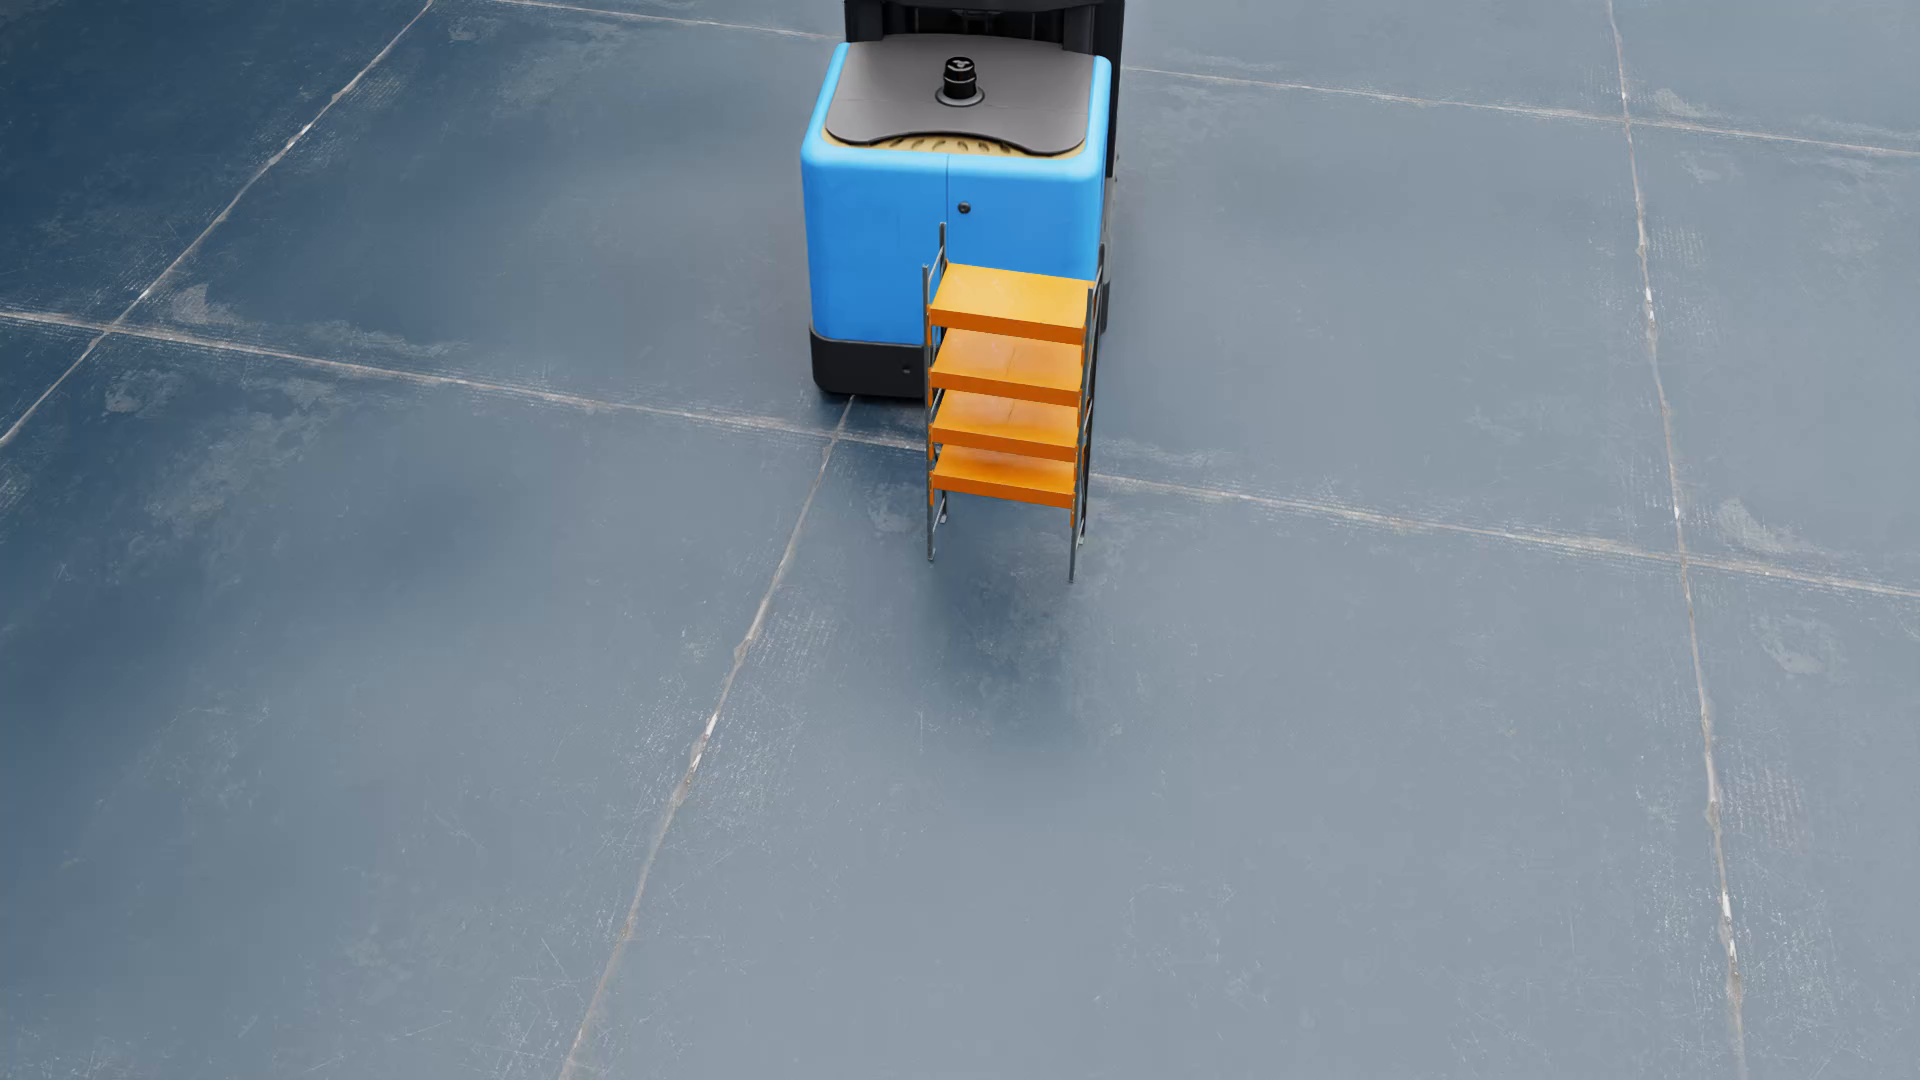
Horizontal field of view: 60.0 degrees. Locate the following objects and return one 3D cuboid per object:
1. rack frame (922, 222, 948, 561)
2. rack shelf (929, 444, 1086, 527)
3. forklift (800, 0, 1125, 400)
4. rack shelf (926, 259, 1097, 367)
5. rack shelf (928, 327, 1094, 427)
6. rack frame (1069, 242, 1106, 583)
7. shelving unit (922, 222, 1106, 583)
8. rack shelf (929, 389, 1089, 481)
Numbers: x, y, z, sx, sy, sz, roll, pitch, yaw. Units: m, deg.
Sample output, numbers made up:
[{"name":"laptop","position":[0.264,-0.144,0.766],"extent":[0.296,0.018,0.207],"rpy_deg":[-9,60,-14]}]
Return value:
[{"name":"rack frame","position":[-0.077,-0.444,5.346],"extent":[0.015,1.200,0.240],"rpy_deg":[9,45,9]},{"name":"rack shelf","position":[0.162,-0.216,5.492],"extent":[0.480,0.148,0.258],"rpy_deg":[9,45,9]},{"name":"forklift","position":[0.122,-2.566,6.303],"extent":[1.130,2.935,3.031],"rpy_deg":[4,44,5]},{"name":"rack shelf","position":[0.162,-0.690,5.035],"extent":[0.480,0.148,0.258],"rpy_deg":[9,45,9]},{"name":"rack shelf","position":[0.162,-0.520,5.199],"extent":[0.480,0.148,0.258],"rpy_deg":[9,45,9]},{"name":"rack frame","position":[0.400,-0.370,5.269],"extent":[0.015,1.200,0.240],"rpy_deg":[9,45,9]},{"name":"shelving unit","position":[0.162,-0.407,5.308],"extent":[0.503,1.200,0.258],"rpy_deg":[9,45,9]},{"name":"rack shelf","position":[0.162,-0.359,5.355],"extent":[0.480,0.148,0.258],"rpy_deg":[9,45,9]}]
